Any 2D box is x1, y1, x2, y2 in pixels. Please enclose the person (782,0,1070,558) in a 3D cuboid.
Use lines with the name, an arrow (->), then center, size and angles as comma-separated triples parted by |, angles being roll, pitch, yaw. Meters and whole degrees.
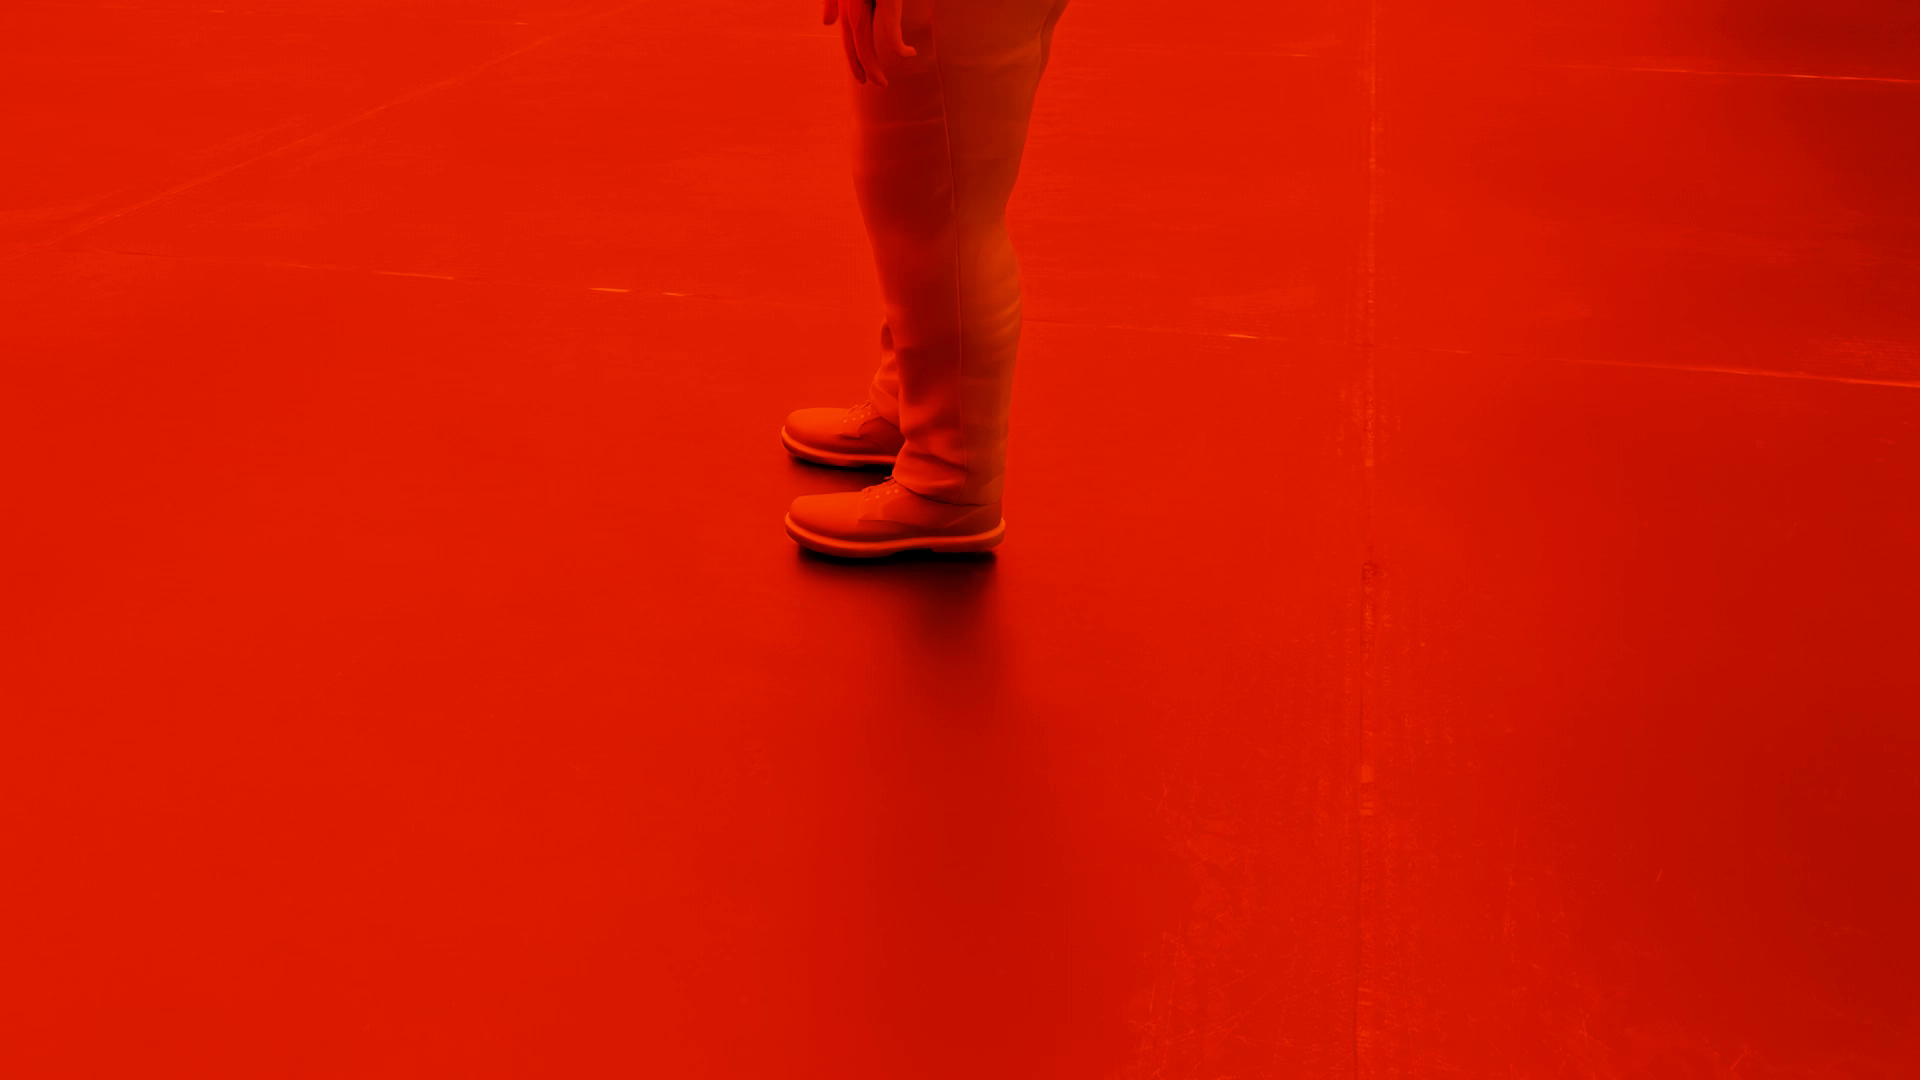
person -> -0.073, -0.815, 2.121 | 0.575, 1.781, 0.640 | 6, 27, 11
